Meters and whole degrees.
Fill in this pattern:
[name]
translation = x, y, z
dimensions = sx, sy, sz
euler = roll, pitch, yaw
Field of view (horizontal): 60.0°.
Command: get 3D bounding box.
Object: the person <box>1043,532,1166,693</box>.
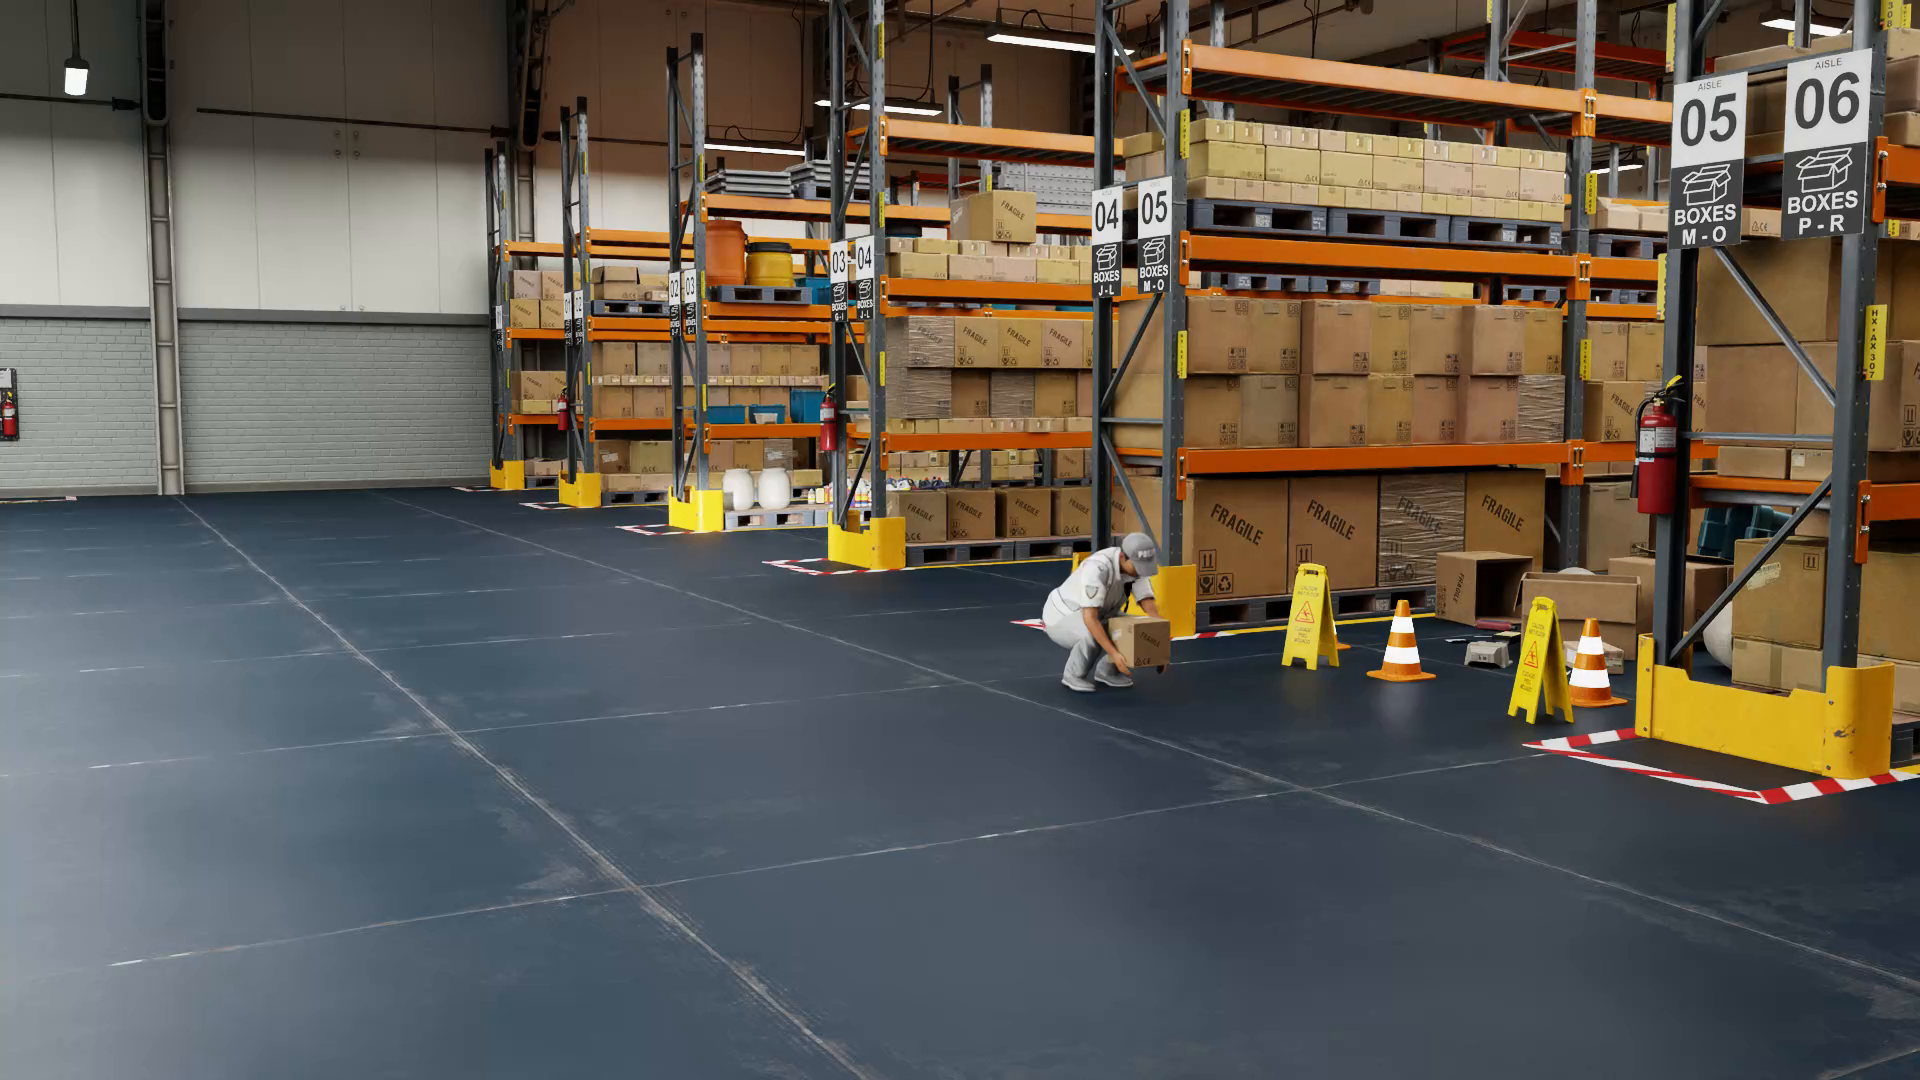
[person]
translation = 0.844, 0.407, 9.604
dimensions = 0.525, 0.939, 0.842
euler = -3, 6, -29
